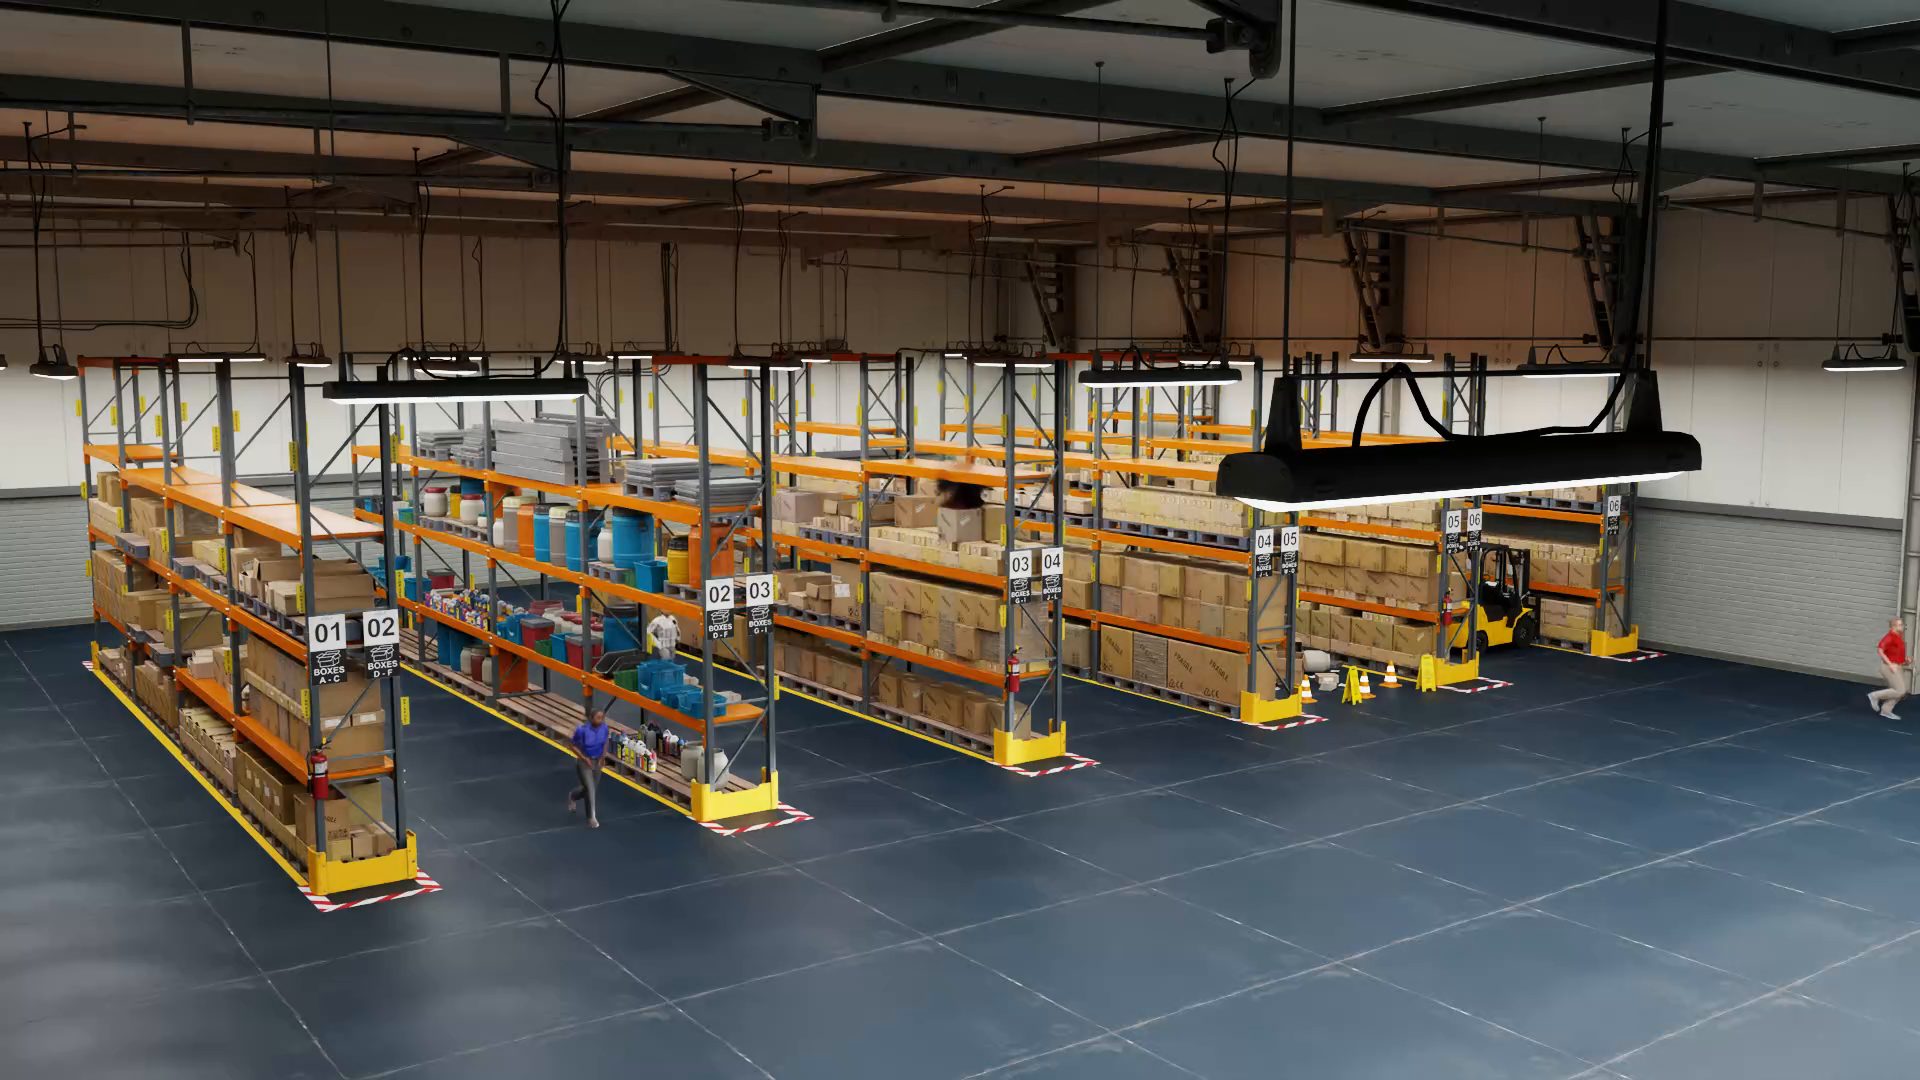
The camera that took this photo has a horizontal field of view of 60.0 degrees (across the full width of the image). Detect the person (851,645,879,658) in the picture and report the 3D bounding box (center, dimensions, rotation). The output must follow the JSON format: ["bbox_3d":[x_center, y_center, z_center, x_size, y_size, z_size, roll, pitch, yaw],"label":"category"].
[{"bbox_3d":[-1.795,1.560,32.052,0.667,1.793,0.914,-4,8,-31],"label":"person"}]

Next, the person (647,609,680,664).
[{"bbox_3d":[-5.239,1.915,29.590,0.620,1.701,0.753,-7,10,-44],"label":"person"}]

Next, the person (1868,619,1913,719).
[{"bbox_3d":[15.566,2.150,27.774,0.589,1.687,0.677,6,9,39],"label":"person"}]

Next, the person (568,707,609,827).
[{"bbox_3d":[-4.895,2.936,21.777,0.544,1.589,0.811,-6,9,-42],"label":"person"}]
